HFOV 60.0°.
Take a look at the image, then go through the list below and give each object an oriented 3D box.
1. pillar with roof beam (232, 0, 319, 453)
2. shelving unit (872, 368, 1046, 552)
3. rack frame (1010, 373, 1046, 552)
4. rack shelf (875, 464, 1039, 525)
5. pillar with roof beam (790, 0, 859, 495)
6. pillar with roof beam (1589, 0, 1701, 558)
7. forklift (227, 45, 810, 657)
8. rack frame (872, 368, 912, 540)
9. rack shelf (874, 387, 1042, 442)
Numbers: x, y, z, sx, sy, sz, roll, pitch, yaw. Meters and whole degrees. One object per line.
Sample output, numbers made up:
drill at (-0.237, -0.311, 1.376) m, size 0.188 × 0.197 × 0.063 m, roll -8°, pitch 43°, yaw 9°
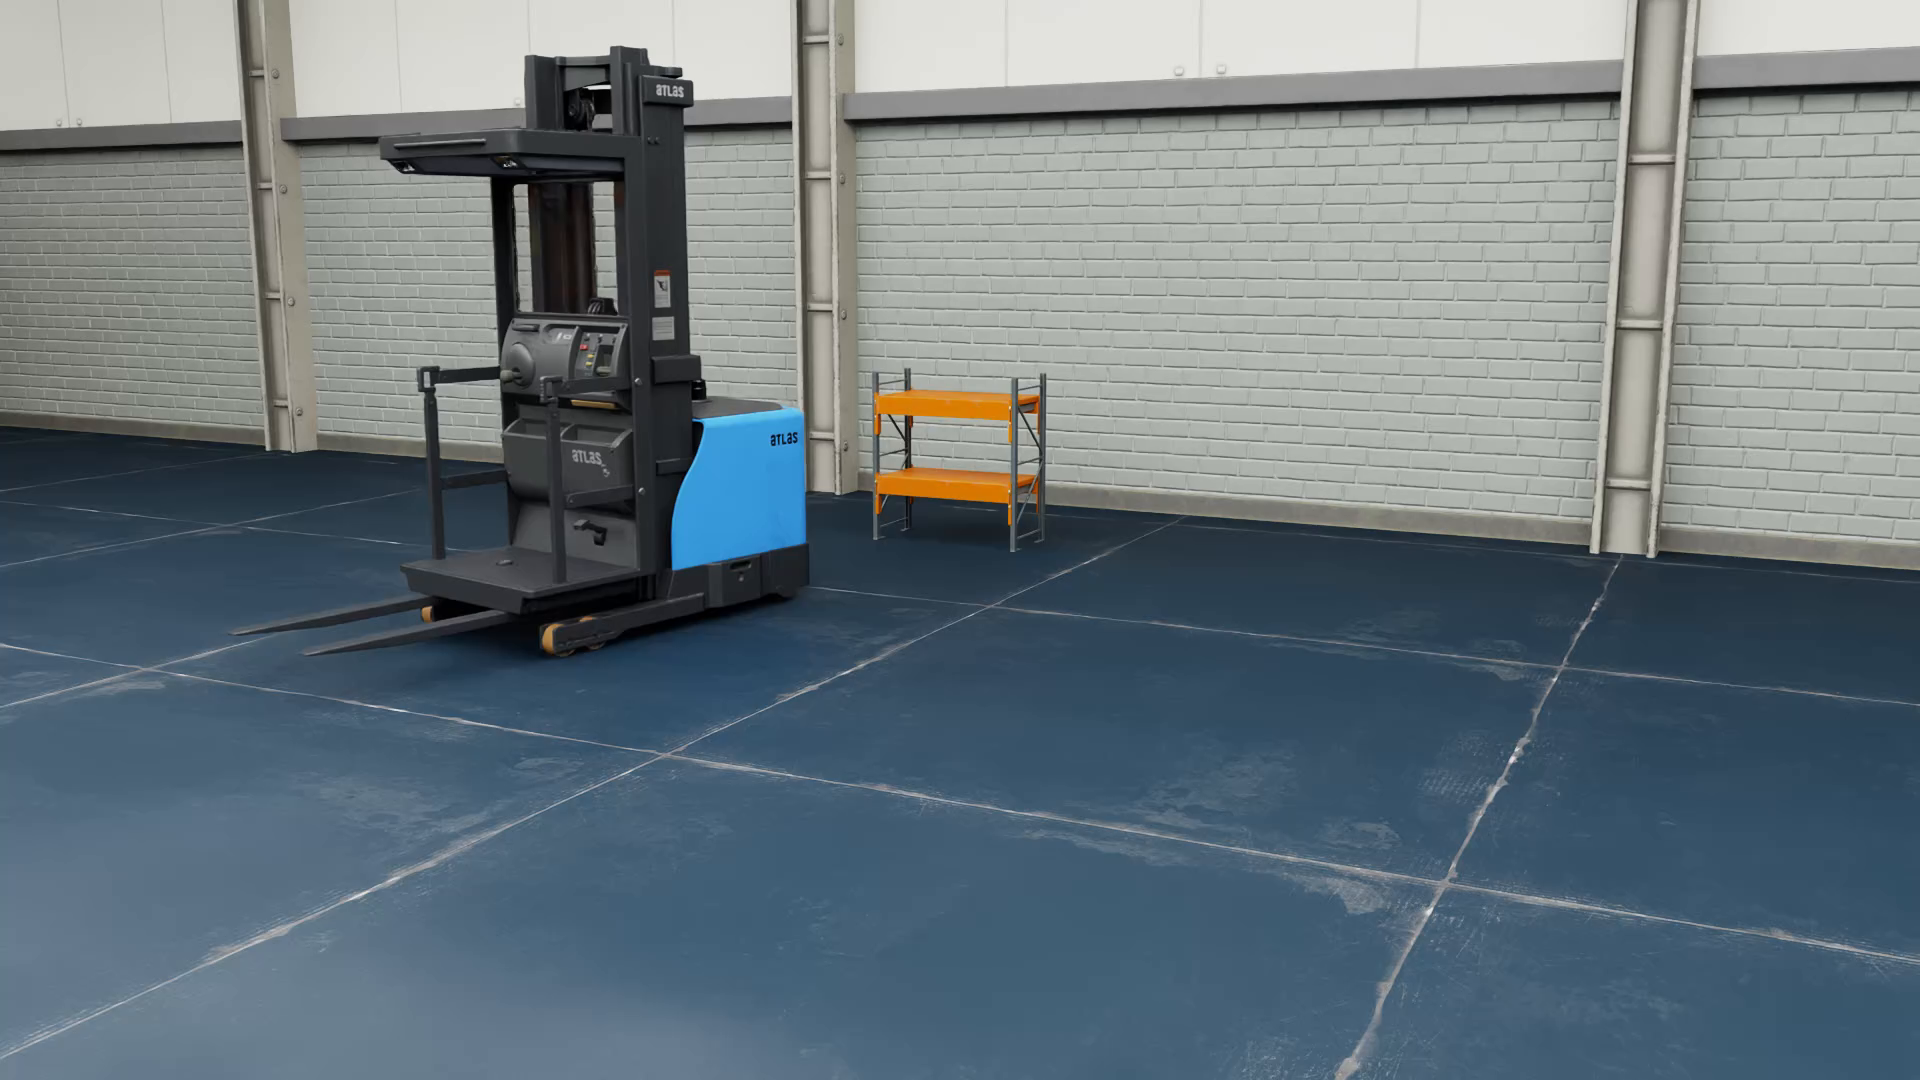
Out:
pillar with roof beam at (-8.342, -4.612, 11.446) m, size 0.400 × 9.000 × 9.100 m, roll 5°, pitch 11°, yaw 26°
shelving unit at (-0.006, -0.554, 11.133) m, size 1.048 × 1.125 × 0.538 m, roll 5°, pitch 11°, yaw 26°
rack frame at (0.450, -0.514, 10.912) m, size 0.032 × 1.125 × 0.500 m, roll 5°, pitch 11°, yaw 26°
rack shelf at (-0.006, -0.313, 11.177) m, size 1.000 × 0.278 × 0.538 m, roll 5°, pitch 11°, yaw 26°
pillar with roof beam at (-2.961, -4.139, 8.833) m, size 0.400 × 9.000 × 9.100 m, roll 5°, pitch 11°, yaw 26°
pillar with roof beam at (2.419, -3.667, 6.221) m, size 0.400 × 9.000 × 9.100 m, roll 5°, pitch 11°, yaw 26°
forklift at (-2.163, -0.972, 8.370) m, size 1.130 × 2.935 × 3.031 m, roll 8°, pitch 13°, yaw 38°
rack frame at (-0.462, -0.594, 11.354) m, size 0.032 × 1.125 × 0.500 m, roll 5°, pitch 11°, yaw 26°
rack shelf at (-0.006, -0.842, 11.081) m, size 1.000 × 0.278 × 0.538 m, roll 5°, pitch 11°, yaw 26°
